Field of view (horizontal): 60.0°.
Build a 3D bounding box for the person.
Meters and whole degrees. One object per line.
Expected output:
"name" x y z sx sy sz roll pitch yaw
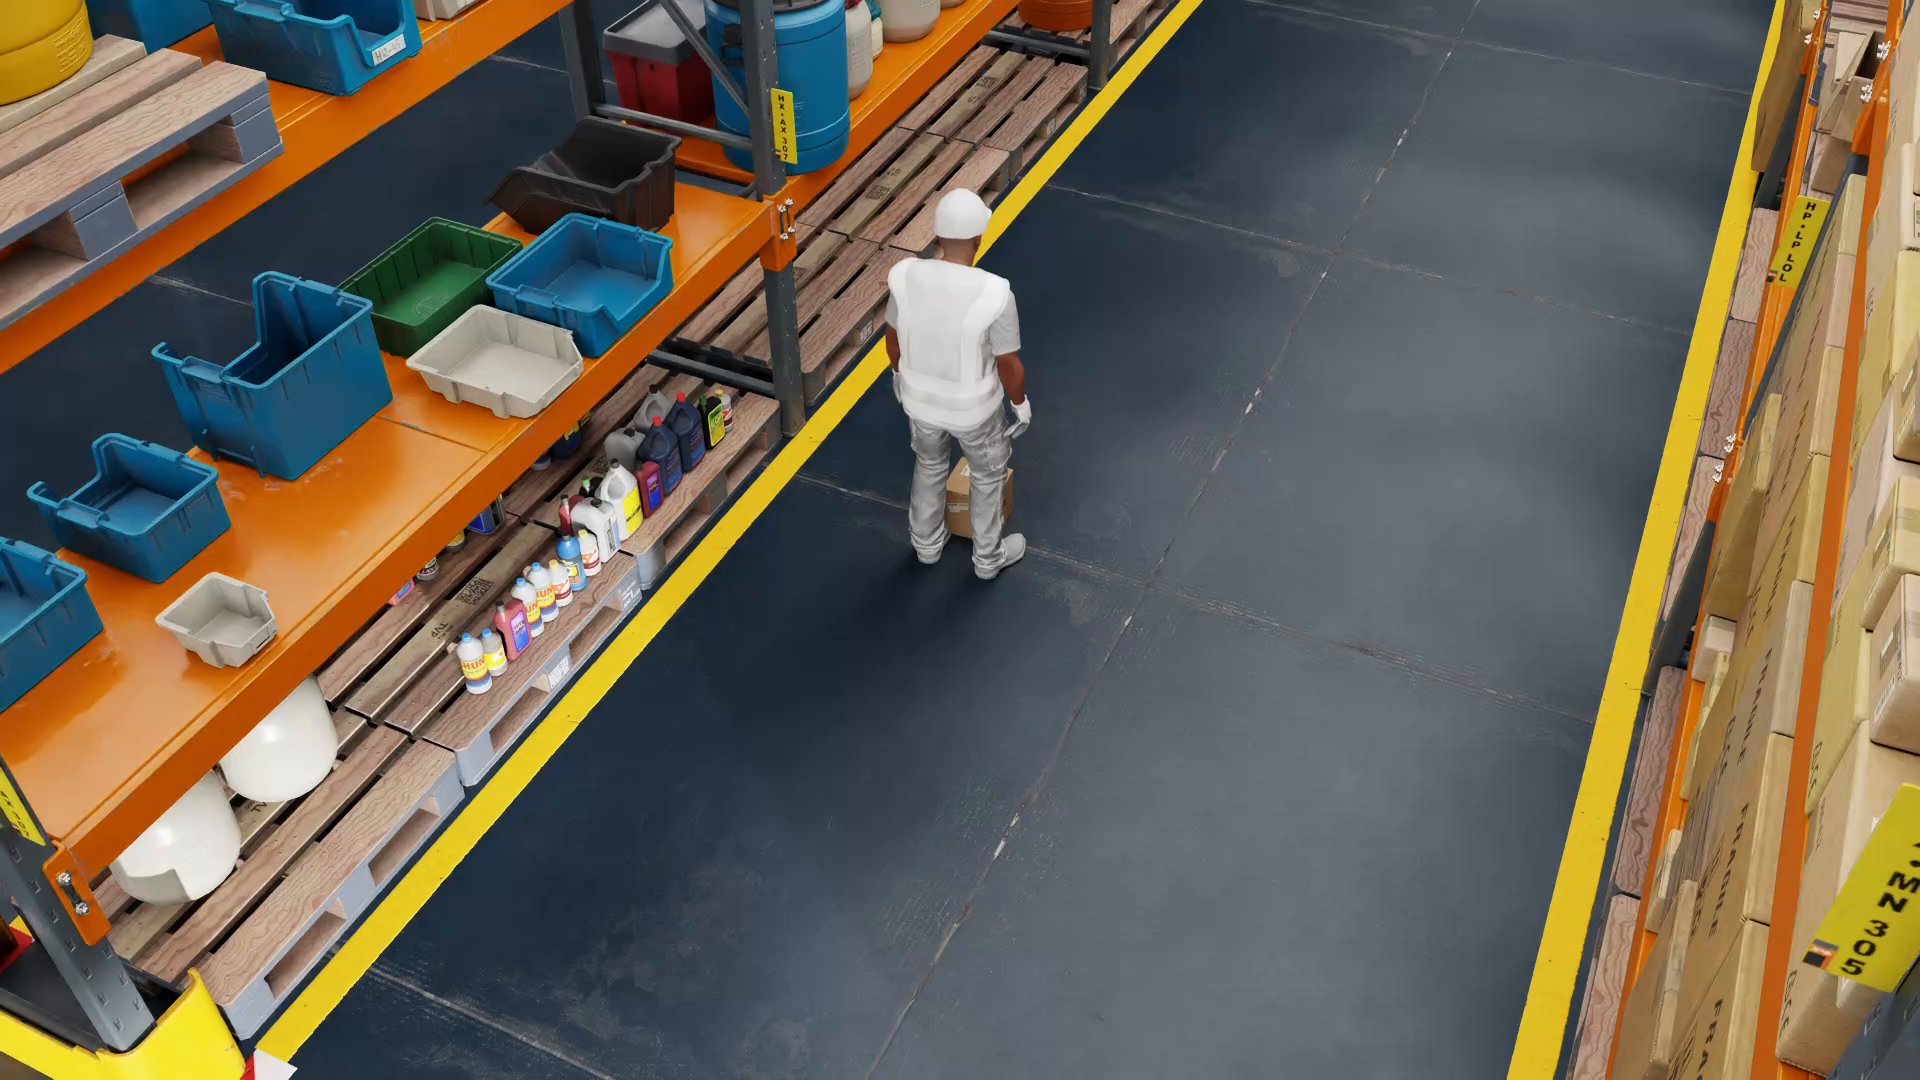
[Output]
"person" -0.006 -0.604 6.830 0.618 1.774 0.447 18 45 19
